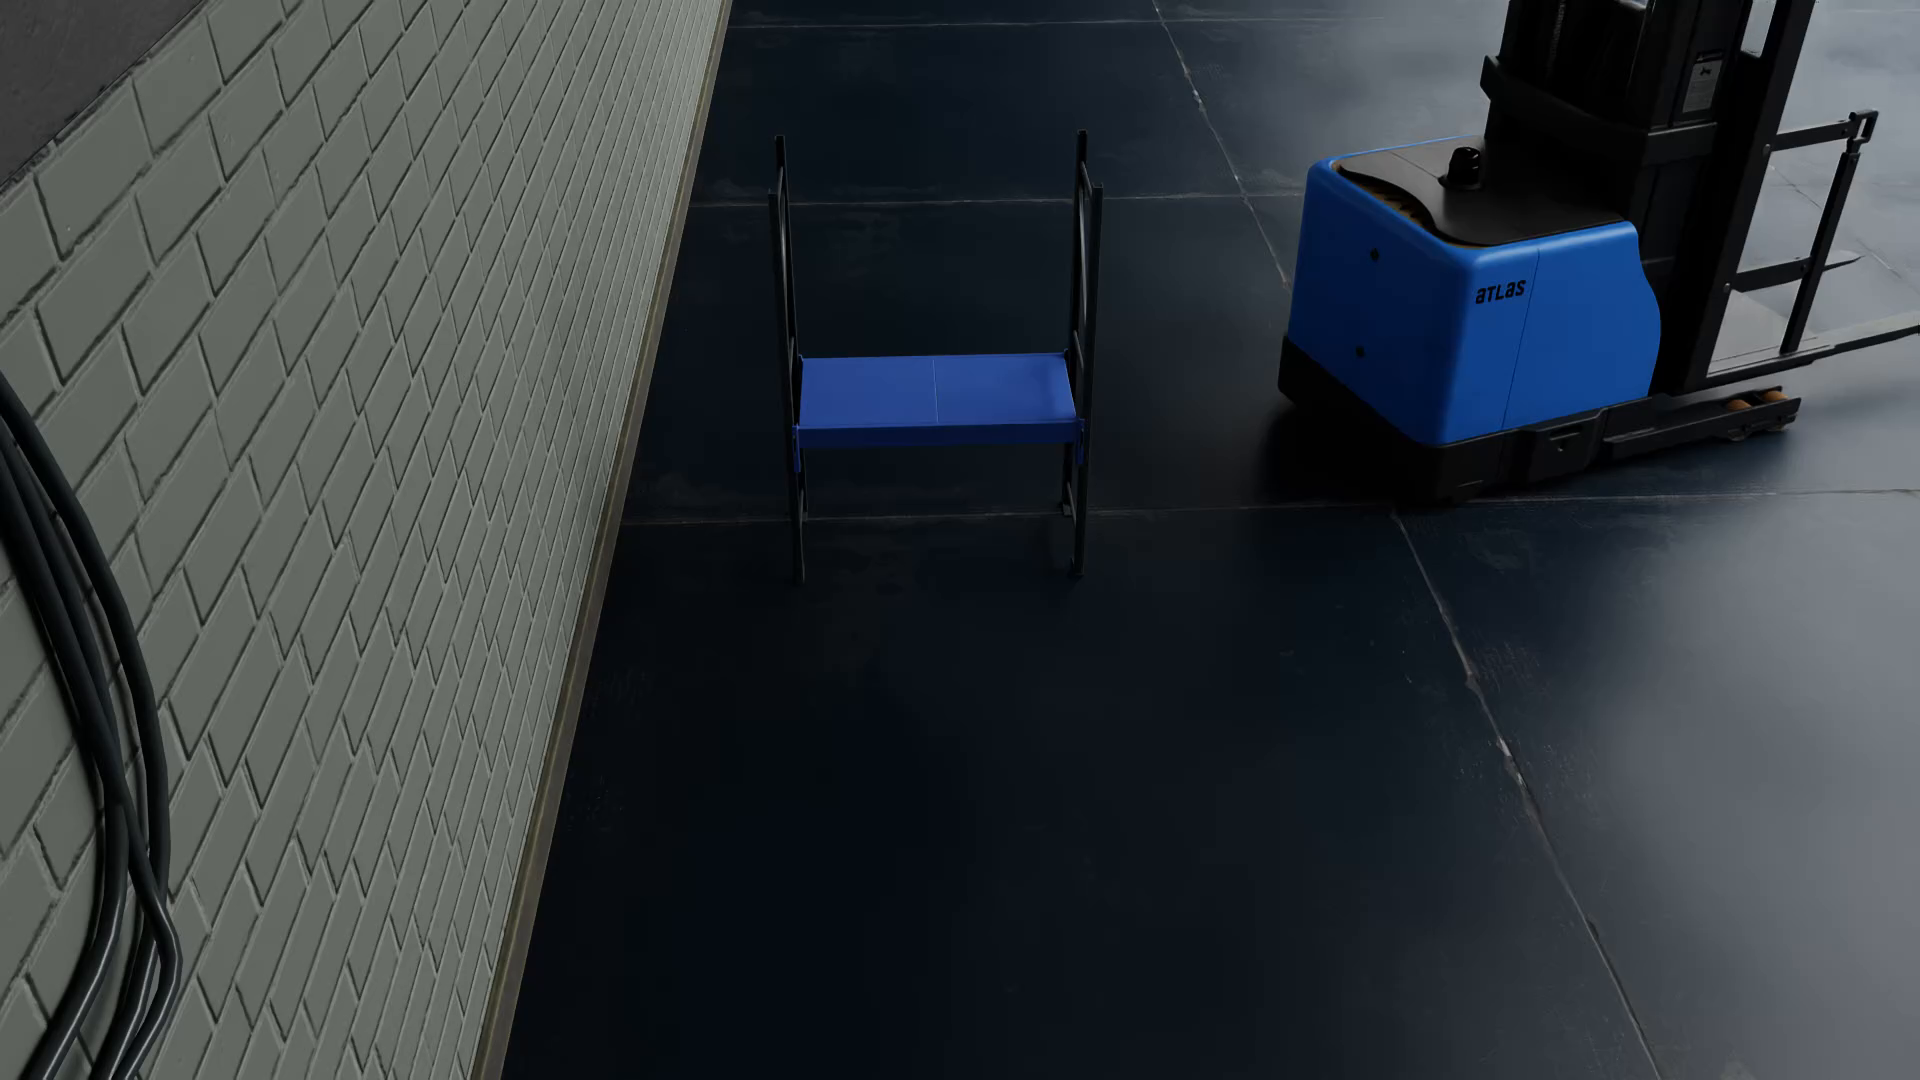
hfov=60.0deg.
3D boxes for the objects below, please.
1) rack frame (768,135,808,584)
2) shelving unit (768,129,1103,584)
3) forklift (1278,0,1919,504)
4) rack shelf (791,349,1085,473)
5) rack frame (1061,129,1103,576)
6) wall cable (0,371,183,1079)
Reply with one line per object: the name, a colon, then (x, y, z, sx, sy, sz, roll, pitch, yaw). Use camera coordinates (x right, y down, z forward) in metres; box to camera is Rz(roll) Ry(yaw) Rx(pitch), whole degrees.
rack frame: (-0.593, -0.601, 5.800, 0.032, 1.500, 0.500, -2, 35, -2)
shelving unit: (-0.085, -0.614, 5.820, 1.048, 1.500, 0.538, -2, 35, -2)
forklift: (2.917, -1.877, 6.387, 3.031, 2.935, 1.130, -13, 37, -18)
rack shelf: (-0.085, -0.467, 5.922, 1.000, 0.185, 0.538, -2, 35, -2)
rack frame: (0.423, -0.628, 5.840, 0.032, 1.500, 0.500, -2, 35, -2)
wall cable: (-1.035, 0.353, 0.561, 0.112, 2.526, 3.097, -2, 35, -2)
